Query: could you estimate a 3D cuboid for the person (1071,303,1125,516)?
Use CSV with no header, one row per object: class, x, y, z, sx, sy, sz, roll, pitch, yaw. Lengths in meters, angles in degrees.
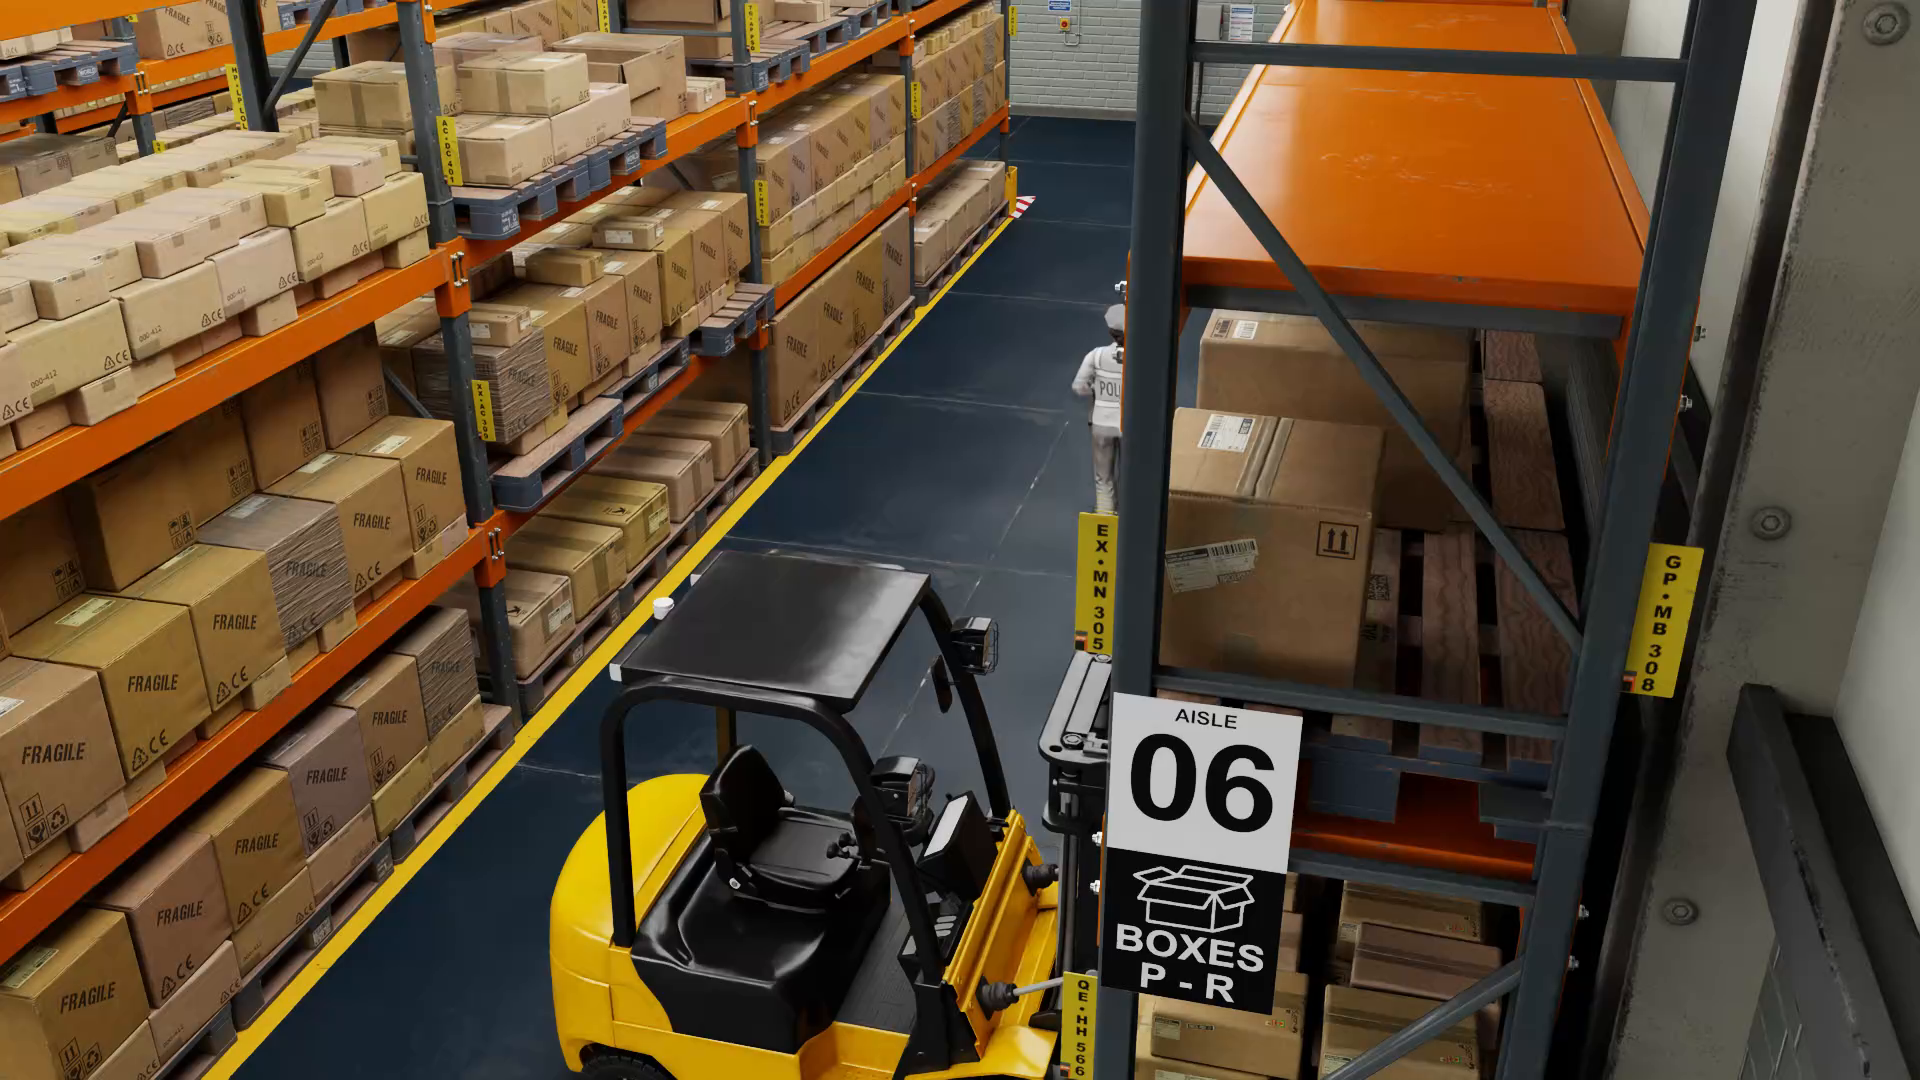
person,1.044,-0.689,11.129,0.626,1.727,0.814,2,26,4
